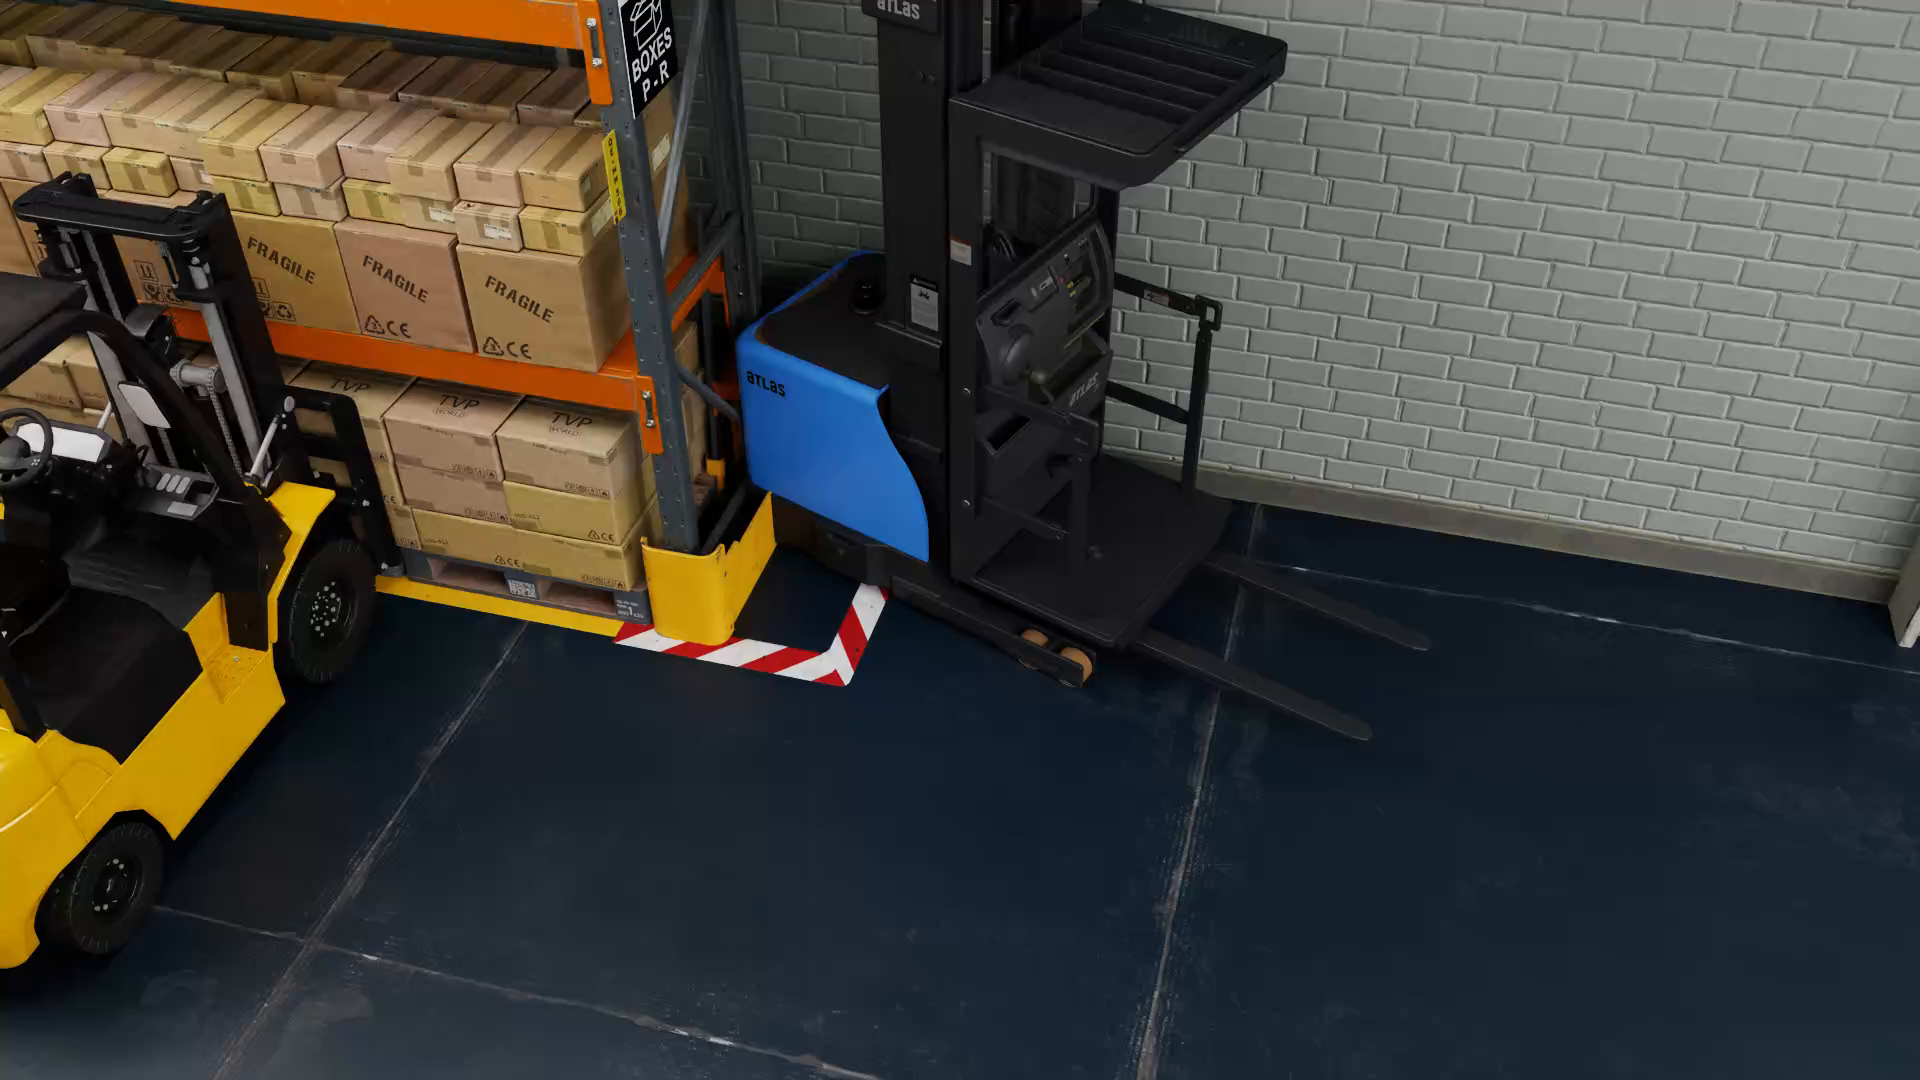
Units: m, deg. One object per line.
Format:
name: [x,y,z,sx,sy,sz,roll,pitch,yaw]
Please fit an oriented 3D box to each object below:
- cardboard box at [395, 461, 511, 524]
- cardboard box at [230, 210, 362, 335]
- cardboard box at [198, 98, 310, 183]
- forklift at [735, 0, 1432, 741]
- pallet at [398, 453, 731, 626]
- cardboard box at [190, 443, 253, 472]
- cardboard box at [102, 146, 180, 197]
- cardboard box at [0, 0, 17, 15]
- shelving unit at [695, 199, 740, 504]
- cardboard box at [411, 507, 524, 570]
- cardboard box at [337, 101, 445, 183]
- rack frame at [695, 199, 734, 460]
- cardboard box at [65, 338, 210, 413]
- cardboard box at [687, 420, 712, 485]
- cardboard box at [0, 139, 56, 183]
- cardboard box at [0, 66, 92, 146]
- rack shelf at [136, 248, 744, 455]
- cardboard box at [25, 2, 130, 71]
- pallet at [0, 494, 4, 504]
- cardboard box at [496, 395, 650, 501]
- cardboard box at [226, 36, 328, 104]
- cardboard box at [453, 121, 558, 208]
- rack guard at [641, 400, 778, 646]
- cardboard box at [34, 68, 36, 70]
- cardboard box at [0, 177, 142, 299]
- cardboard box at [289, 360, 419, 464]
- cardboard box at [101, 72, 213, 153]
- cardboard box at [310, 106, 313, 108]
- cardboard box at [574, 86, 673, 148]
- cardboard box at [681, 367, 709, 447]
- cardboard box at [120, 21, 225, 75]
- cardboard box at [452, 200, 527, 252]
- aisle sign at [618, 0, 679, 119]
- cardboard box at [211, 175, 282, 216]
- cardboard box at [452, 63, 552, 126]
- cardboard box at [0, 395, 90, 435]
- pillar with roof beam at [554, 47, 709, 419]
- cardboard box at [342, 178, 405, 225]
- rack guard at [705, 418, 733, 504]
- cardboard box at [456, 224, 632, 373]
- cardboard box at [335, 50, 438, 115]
cardboard box: [-2.093,-0.352,7.259,0.500,0.250,0.500,9,41,11]
cardboard box: [-2.598,-1.210,6.780,0.500,0.500,0.500,9,41,11]
cardboard box: [-2.720,-1.555,6.456,0.250,0.149,0.380,11,41,12]
forklift: [0.520,-0.895,6.537,3.031,2.935,1.130,24,45,25]
pallet: [-1.810,-0.109,7.716,1.213,0.211,1.003,10,41,11]
cardboard box: [-3.080,-0.510,7.448,0.500,0.250,0.500,10,41,11]
cardboard box: [-3.196,-1.542,6.671,0.250,0.149,0.380,9,41,11]
cardboard box: [-4.306,-2.209,7.234,0.250,0.149,0.380,9,41,10]
shelving unit: [-0.602,-0.891,7.624,1.083,1.500,0.587,6,38,4]
cardboard box: [-2.074,-0.154,7.413,0.500,0.250,0.500,10,41,11]
cardboard box: [-2.188,-1.541,6.439,0.250,0.149,0.380,10,41,12]
rack frame: [-1.097,-0.942,7.661,0.032,1.500,0.500,6,38,4]
cardboard box: [-3.563,-0.789,7.392,0.500,0.250,0.500,11,41,13]
cardboard box: [-1.484,-0.387,7.690,0.500,0.250,0.500,10,41,12]
cardboard box: [-3.703,-1.611,6.754,0.250,0.149,0.380,9,41,11]
cardboard box: [-3.689,-1.747,6.684,0.250,0.149,0.380,9,41,11]
rack shelf: [-2.992,-1.133,7.326,4.000,0.370,1.077,10,41,11]
cardboard box: [-3.789,-2.170,7.188,0.250,0.149,0.380,9,41,11]
pallet: [-4.167,-0.515,8.199,1.213,0.211,1.003,10,41,11]
cardboard box: [-1.586,-0.449,6.987,0.500,0.250,0.500,11,41,13]
cardboard box: [-2.816,-1.940,6.914,0.250,0.149,0.380,10,41,12]
cardboard box: [-1.707,-1.427,6.303,0.250,0.149,0.380,10,41,11]
rack guard: [-1.037,-0.115,7.498,0.348,0.500,1.175,10,41,11]
cardboard box: [-4.043,-2.064,7.294,0.250,0.149,0.380,11,41,13]
cardboard box: [-3.566,-1.383,6.987,0.500,0.500,0.500,9,41,11]
cardboard box: [-2.571,-0.608,7.176,0.500,0.250,0.500,10,41,12]
cardboard box: [-3.183,-1.709,6.639,0.250,0.149,0.380,10,41,12]
cardboard box: [-2.545,-1.838,7.024,0.250,0.149,0.380,11,41,13]
cardboard box: [-1.330,-1.665,6.587,0.250,0.149,0.380,9,41,11]
cardboard box: [-1.461,-0.582,7.534,0.500,0.250,0.500,10,41,12]
cardboard box: [-3.309,-2.043,7.037,0.250,0.149,0.380,9,41,11]
cardboard box: [-1.722,-1.270,6.348,0.250,0.149,0.380,10,41,12]
aisle sign: [-1.073,-1.878,5.632,0.004,0.787,0.394,10,41,11]
cardboard box: [-2.713,-1.444,6.555,0.250,0.149,0.380,10,41,12]
cardboard box: [-1.832,-1.765,6.705,0.250,0.149,0.380,11,41,12]
cardboard box: [-4.050,-0.685,7.657,0.500,0.250,0.500,10,41,11]
pillar with roof beam: [-2.613,-1.374,2.389,0.400,9.000,9.100,10,41,11]
cardboard box: [-2.194,-1.400,6.502,0.250,0.149,0.380,9,41,11]
rack guard: [-1.118,-0.450,8.045,0.087,0.250,0.587,6,38,4]
cardboard box: [-1.604,-1.033,6.570,0.500,0.500,0.500,9,41,10]
cardboard box: [-2.329,-1.843,6.799,0.250,0.149,0.380,11,41,13]
